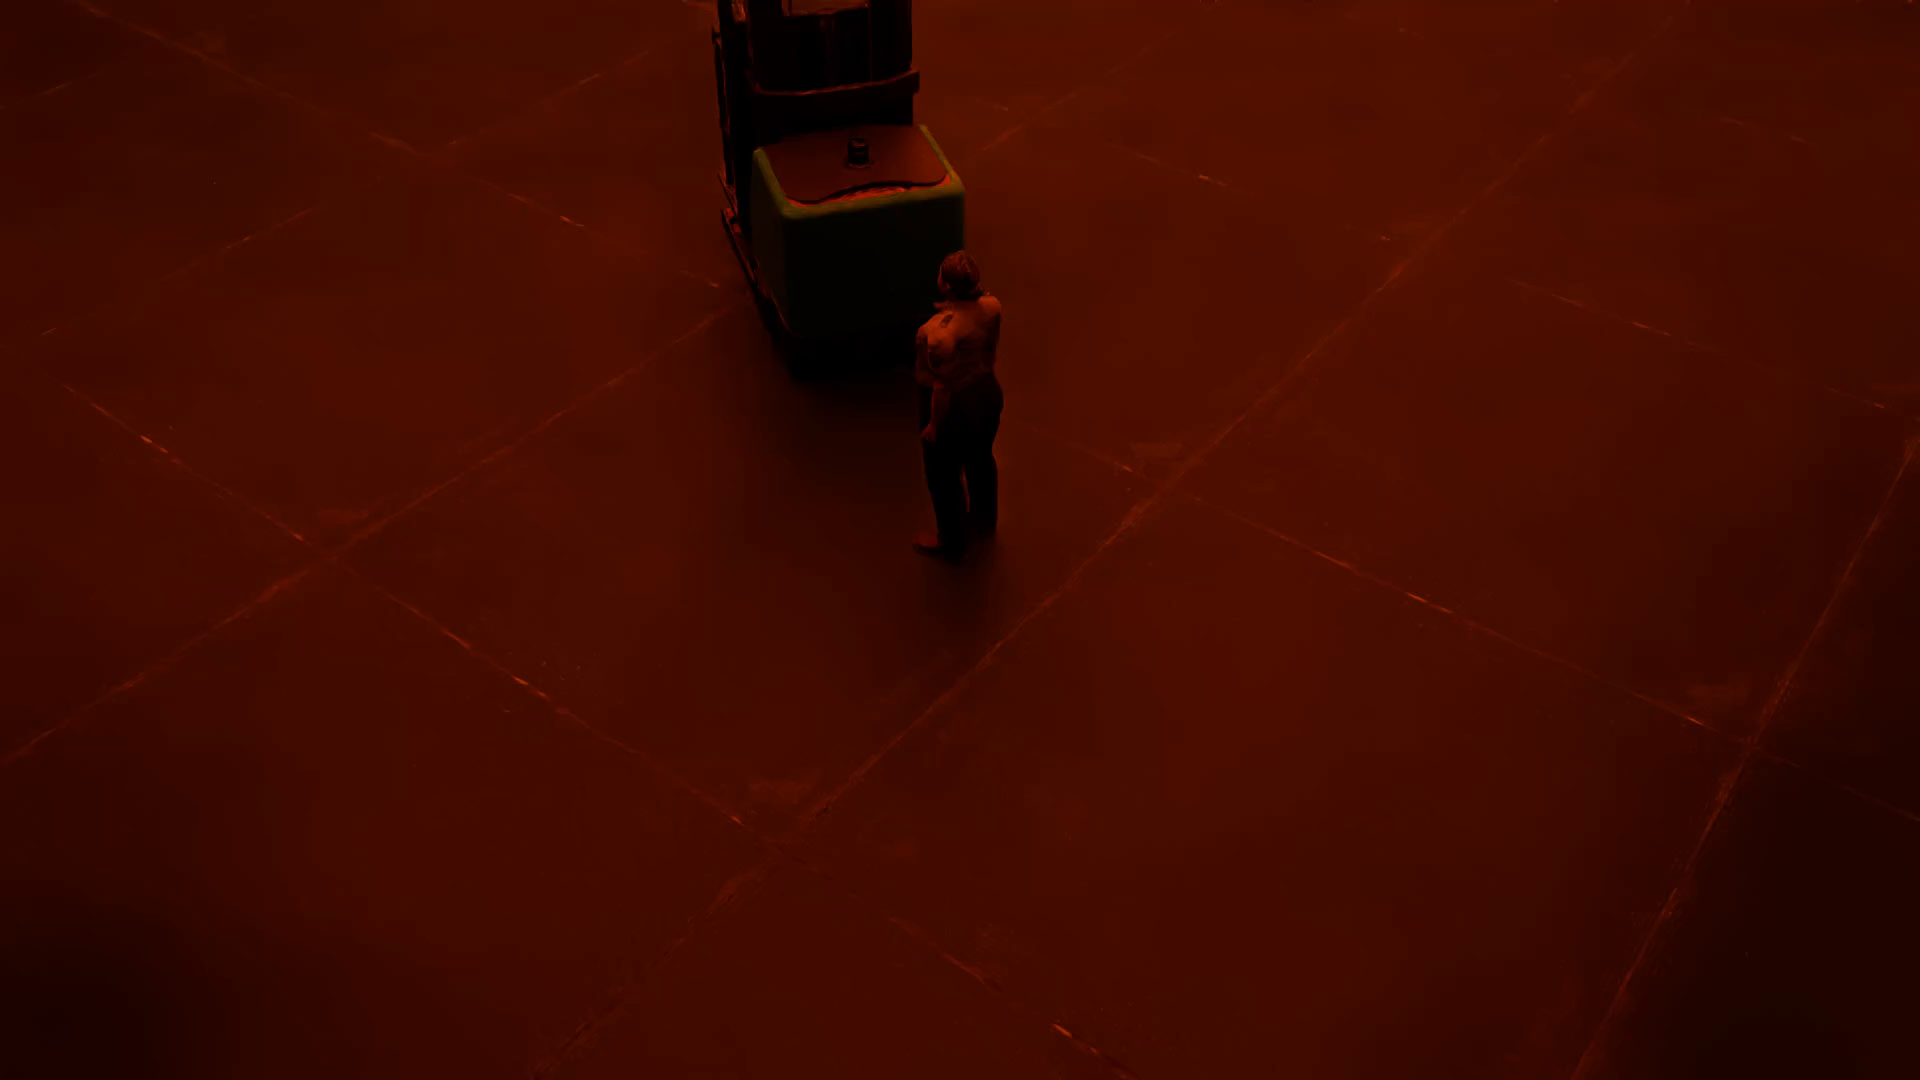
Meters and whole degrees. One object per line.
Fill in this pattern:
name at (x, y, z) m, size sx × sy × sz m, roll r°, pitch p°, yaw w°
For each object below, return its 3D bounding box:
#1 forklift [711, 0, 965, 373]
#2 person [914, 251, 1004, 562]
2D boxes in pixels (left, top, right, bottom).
forklift at (-0.887, -3.018, 9.613) m, size 1.130 × 2.935 × 3.031 m, roll -12°, pitch 42°, yaw -13°
person at (-0.007, -0.636, 7.812) m, size 0.349 × 1.653 × 0.480 m, roll 26°, pitch 47°, yaw 28°
